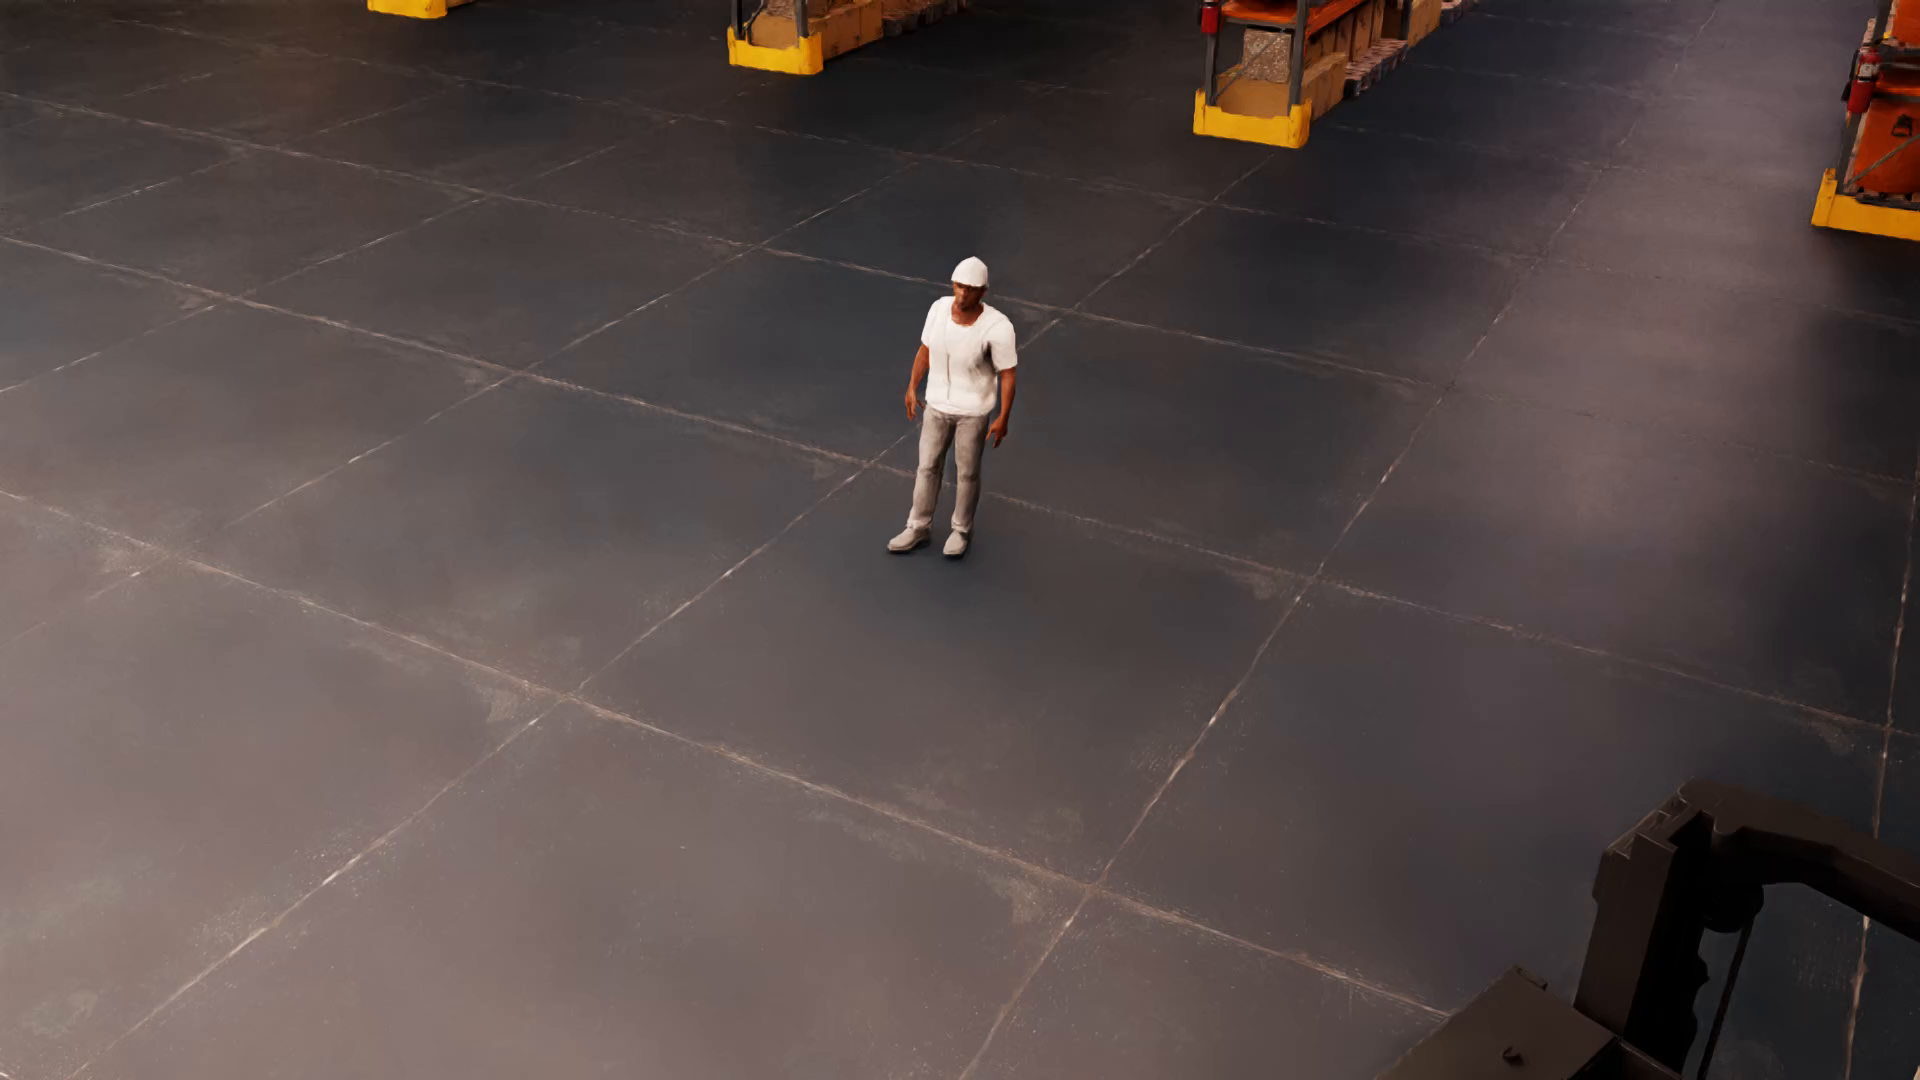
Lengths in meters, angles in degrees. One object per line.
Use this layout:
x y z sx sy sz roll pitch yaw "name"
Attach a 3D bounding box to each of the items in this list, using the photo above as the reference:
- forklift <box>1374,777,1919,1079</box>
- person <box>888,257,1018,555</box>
1.286 2.077 3.471 3.031 2.935 1.130 -24 37 -35 "forklift"
-0.038 -0.742 9.507 0.665 1.766 0.576 15 33 25 "person"
